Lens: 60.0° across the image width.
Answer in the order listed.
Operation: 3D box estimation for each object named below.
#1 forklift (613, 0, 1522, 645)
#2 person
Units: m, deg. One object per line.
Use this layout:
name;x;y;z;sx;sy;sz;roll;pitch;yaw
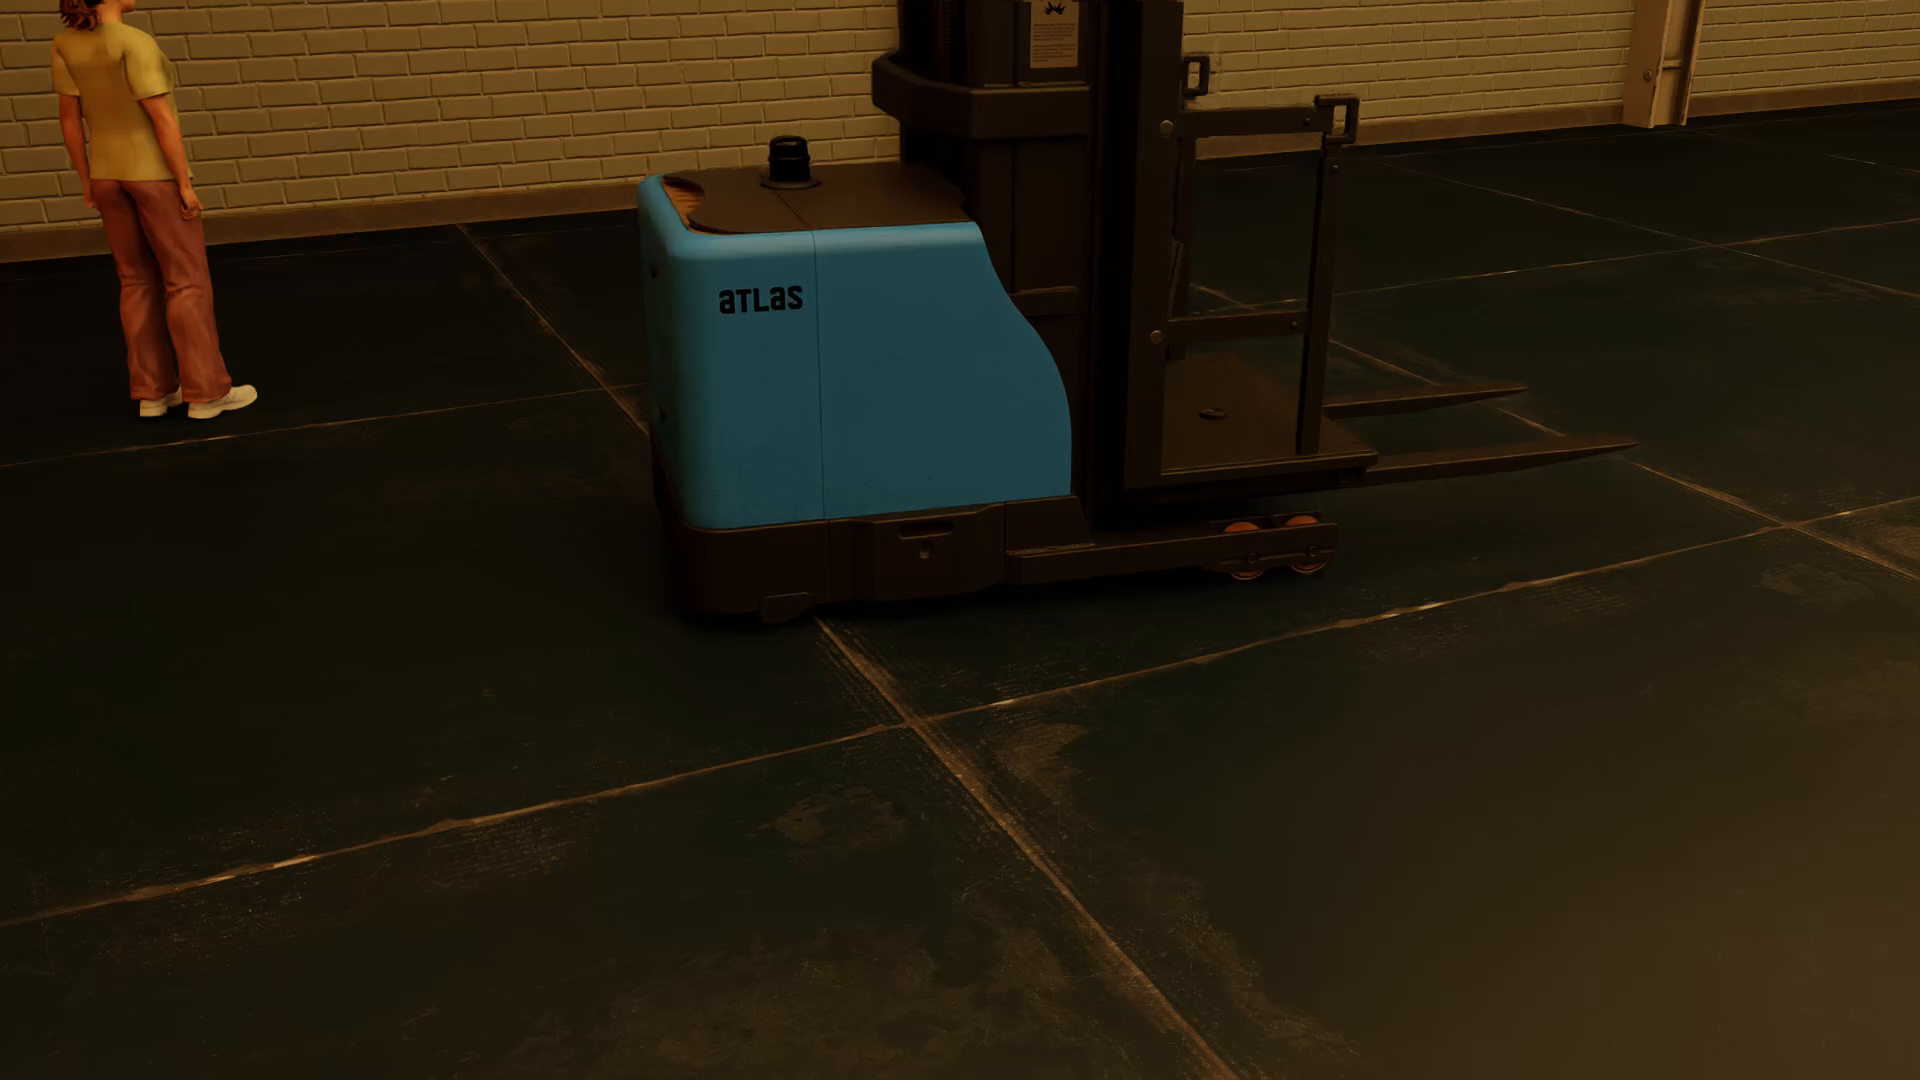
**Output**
forklift;0.529;-1.493;4.879;3.031;2.935;1.130;-14;26;-30
person;-2.927;-1.264;5.969;0.435;1.673;0.368;5;23;13
